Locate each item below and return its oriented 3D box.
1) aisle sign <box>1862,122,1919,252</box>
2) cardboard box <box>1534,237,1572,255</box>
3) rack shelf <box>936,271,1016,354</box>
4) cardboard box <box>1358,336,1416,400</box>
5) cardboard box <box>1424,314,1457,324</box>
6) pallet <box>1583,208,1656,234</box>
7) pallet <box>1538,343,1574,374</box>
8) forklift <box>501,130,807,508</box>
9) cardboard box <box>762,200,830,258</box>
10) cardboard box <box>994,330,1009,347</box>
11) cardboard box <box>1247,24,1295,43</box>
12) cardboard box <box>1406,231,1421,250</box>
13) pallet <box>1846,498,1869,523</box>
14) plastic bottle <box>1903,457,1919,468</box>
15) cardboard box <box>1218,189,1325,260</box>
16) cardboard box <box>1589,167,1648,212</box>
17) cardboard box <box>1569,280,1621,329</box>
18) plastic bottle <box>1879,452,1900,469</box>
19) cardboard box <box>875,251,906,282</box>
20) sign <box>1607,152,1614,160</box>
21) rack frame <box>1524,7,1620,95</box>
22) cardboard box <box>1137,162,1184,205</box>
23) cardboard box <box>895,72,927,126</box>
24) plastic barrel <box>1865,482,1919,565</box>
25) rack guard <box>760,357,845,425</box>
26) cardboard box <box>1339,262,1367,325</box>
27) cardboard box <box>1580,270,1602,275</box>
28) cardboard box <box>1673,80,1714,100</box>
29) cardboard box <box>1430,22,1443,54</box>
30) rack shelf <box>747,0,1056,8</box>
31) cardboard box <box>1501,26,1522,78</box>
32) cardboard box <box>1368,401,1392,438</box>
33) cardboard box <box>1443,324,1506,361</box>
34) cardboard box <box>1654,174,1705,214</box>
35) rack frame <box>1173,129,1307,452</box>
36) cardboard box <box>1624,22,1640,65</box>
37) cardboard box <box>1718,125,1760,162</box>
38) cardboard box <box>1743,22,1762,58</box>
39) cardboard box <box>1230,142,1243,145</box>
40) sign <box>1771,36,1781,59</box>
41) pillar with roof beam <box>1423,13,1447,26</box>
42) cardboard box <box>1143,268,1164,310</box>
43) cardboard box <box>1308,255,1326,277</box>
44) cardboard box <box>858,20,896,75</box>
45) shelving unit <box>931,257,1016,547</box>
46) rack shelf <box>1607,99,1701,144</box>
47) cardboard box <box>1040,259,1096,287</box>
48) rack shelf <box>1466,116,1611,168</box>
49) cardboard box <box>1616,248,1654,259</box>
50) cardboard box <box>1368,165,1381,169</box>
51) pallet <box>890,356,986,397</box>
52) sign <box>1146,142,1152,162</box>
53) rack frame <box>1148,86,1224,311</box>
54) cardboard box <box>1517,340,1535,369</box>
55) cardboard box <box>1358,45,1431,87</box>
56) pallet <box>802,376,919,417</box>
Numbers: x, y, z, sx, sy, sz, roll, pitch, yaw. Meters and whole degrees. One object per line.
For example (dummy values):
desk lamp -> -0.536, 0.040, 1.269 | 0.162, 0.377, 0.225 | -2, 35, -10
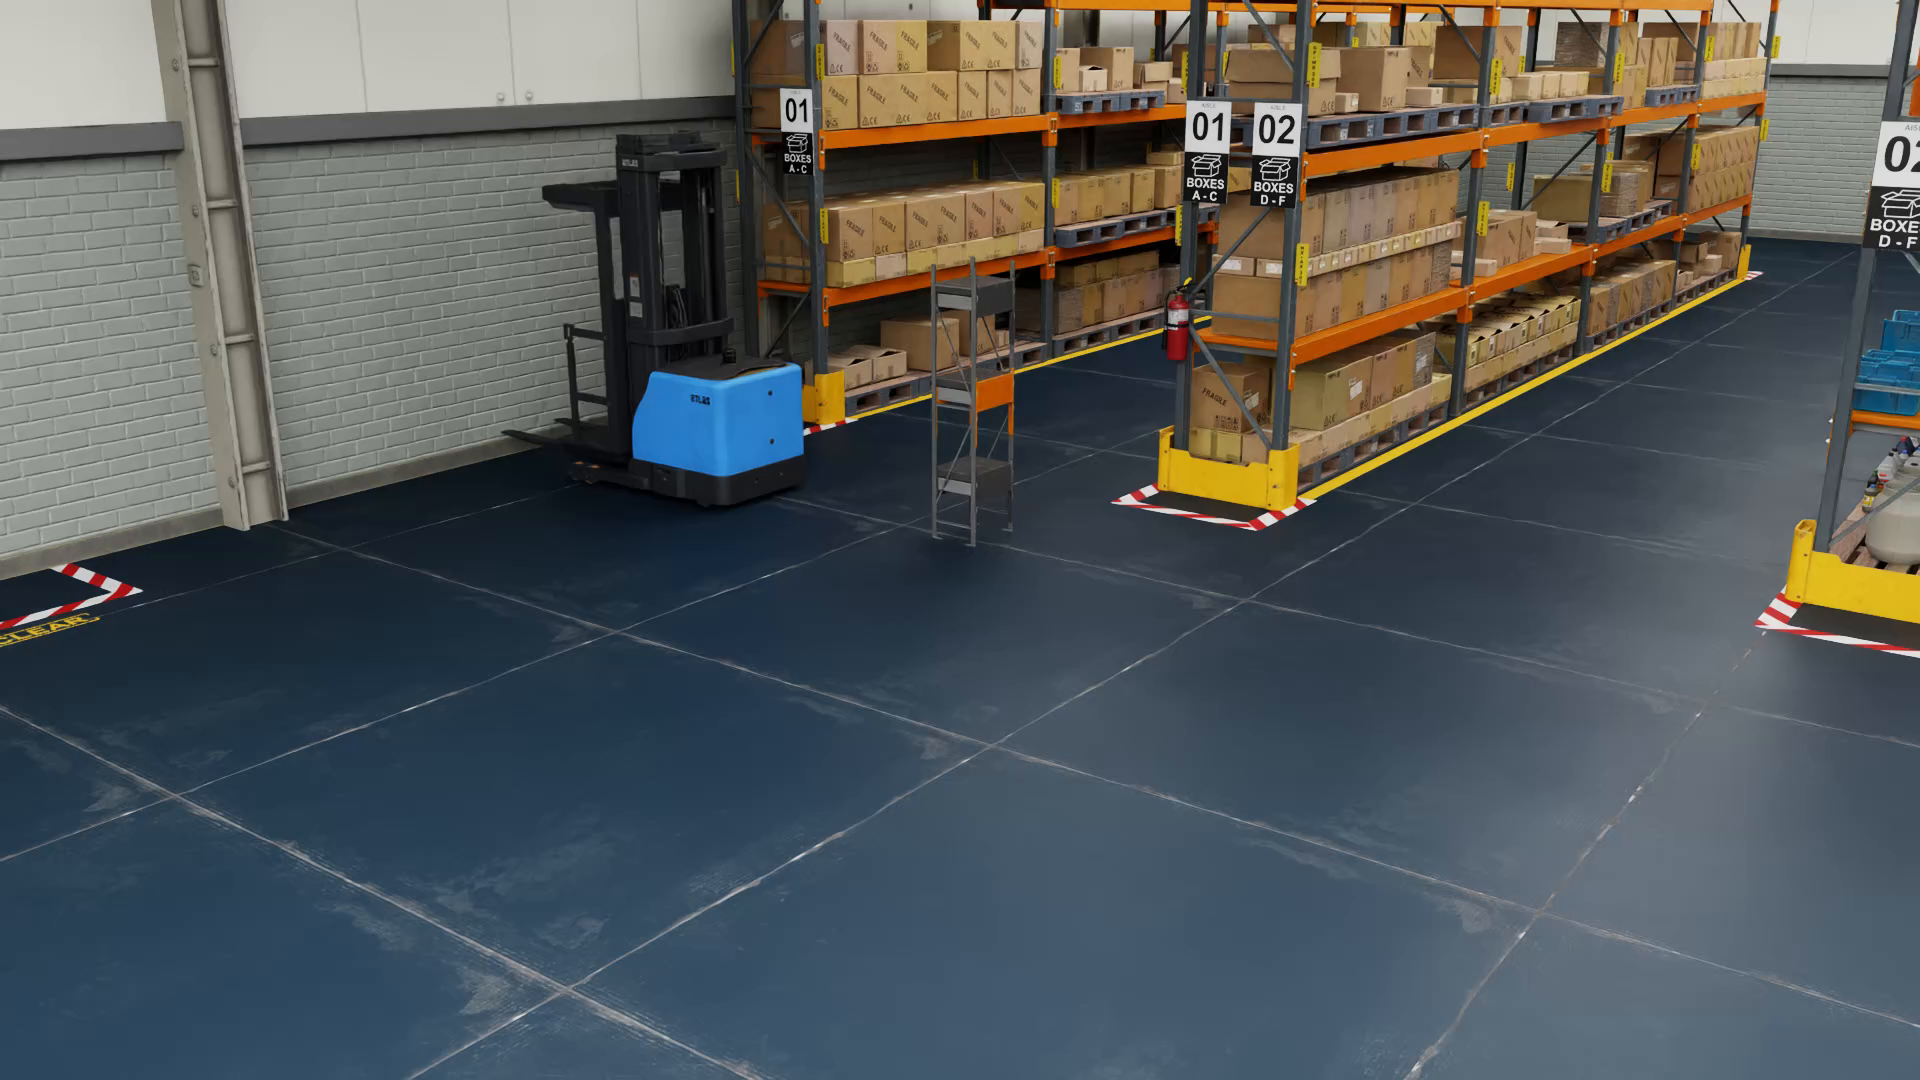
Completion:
aisle sign -> 5.936, -2.212, 10.425 | 0.394, 0.787, 0.004 | 12, 21, 35
cardboard box -> 6.695, -3.334, 18.844 | 0.380, 0.149, 0.250 | 12, 21, 35
rack shelf -> 0.099, -1.698, 12.356 | 0.431, 0.518, 0.480 | 12, 21, 35
cardboard box -> 3.922, -1.624, 15.578 | 0.500, 0.500, 0.500 | 12, 21, 35
cardboard box -> 5.241, -2.310, 18.106 | 0.500, 0.311, 0.500 | 12, 21, 35
pallet -> 8.164, -4.089, 21.177 | 1.003, 0.211, 1.213 | 12, 21, 35
pallet -> 6.487, -2.196, 19.459 | 1.003, 0.211, 1.213 | 12, 21, 35
forklift -> -2.787, -1.989, 14.206 | 3.031, 2.935, 1.130 | 13, 21, 35
cardboard box -> -1.628, -3.132, 16.725 | 0.500, 0.500, 0.500 | 12, 21, 34
cardboard box -> 0.350, -2.363, 19.330 | 0.380, 0.166, 0.250 | 9, 20, 28
cardboard box -> 4.465, -7.272, 23.870 | 0.500, 0.250, 0.500 | 12, 21, 33
cardboard box -> 4.028, -2.777, 15.365 | 0.380, 0.149, 0.250 | 12, 21, 34
pallet -> 7.441, -0.112, 12.747 | 1.003, 0.211, 1.213 | 12, 21, 35
plastic bottle -> 7.555, -0.512, 13.185 | 0.152, 0.276, 0.135 | 12, 21, 35
cardboard box -> 2.562, -2.600, 13.703 | 0.700, 0.500, 0.500 | 13, 21, 35
cardboard box -> 8.389, -4.486, 21.255 | 0.700, 0.500, 0.500 | 7, 19, 21
cardboard box -> 7.817, -2.917, 20.551 | 0.500, 0.500, 0.500 | 12, 21, 33
plastic bottle -> 7.310, -0.523, 13.096 | 0.144, 0.351, 0.185 | 13, 22, 37
cardboard box -> -0.895, -2.810, 16.954 | 0.500, 0.250, 0.500 | 12, 21, 33
sign -> 8.952, -5.177, 22.897 | 0.100, 0.325, 0.005 | 12, 21, 35
rack frame -> 7.009, -6.582, 18.765 | 1.000, 3.000, 0.127 | 12, 21, 35
cardboard box -> 2.756, -4.735, 22.024 | 0.700, 0.500, 0.500 | 10, 20, 28
cardboard box -> -0.684, -4.457, 16.778 | 0.500, 0.500, 0.500 | 14, 22, 37
plastic barrel -> 6.549, -0.118, 11.552 | 0.421, 0.512, 0.421 | 0, 17, 0
rack guard -> -1.693, -1.510, 16.763 | 1.175, 0.500, 0.348 | 12, 21, 35
cardboard box -> 3.140, -2.211, 14.637 | 0.700, 0.500, 0.500 | 13, 21, 35
cardboard box -> 7.994, -3.247, 21.613 | 0.500, 0.500, 0.500 | 11, 21, 33
cardboard box -> 9.880, -6.102, 22.532 | 0.500, 0.250, 0.500 | 12, 21, 35
cardboard box -> 7.578, -8.241, 27.278 | 0.500, 0.500, 0.500 | 12, 21, 35
rack shelf -> -0.547, -5.682, 17.086 | 1.077, 0.370, 4.000 | 12, 21, 35
cardboard box -> 5.345, -4.963, 16.891 | 0.500, 0.500, 0.500 | 15, 23, 40
cardboard box -> 3.635, -1.144, 15.298 | 0.500, 0.250, 0.500 | 12, 21, 35
cardboard box -> 5.374, -2.092, 17.405 | 0.500, 0.311, 0.500 | 12, 21, 34
cardboard box -> 9.914, -4.790, 22.943 | 0.500, 0.500, 0.500 | 13, 22, 36
rack frame -> 2.242, -1.811, 13.518 | 1.000, 3.000, 0.127 | 12, 21, 35
cardboard box -> 7.881, -6.020, 20.160 | 0.500, 0.500, 0.500 | 12, 21, 35
cardboard box -> 11.731, -5.993, 25.129 | 0.500, 0.500, 0.500 | 12, 21, 34
cardboard box -> 11.482, -7.455, 24.779 | 0.700, 0.500, 0.500 | 12, 21, 35
cardboard box -> 3.825, -5.339, 22.911 | 0.500, 0.250, 0.500 | 12, 21, 34
sign -> 12.209, -7.375, 24.883 | 0.100, 0.325, 0.005 | 12, 21, 35
pillar with roof beam -> 12.166, -9.397, 27.830 | 9.100, 9.000, 0.400 | 12, 21, 35
cardboard box -> 2.241, -3.325, 21.865 | 0.700, 0.500, 0.500 | 12, 21, 35
cardboard box -> 2.804, -2.288, 13.790 | 0.380, 0.149, 0.250 | 12, 21, 33
cardboard box -> -0.975, -4.812, 16.237 | 0.500, 0.500, 0.500 | 12, 21, 34
shelving unit -> 0.099, -1.042, 12.559 | 0.431, 2.100, 0.503 | 12, 21, 35
rack shelf -> 8.200, -5.282, 20.850 | 1.077, 0.370, 4.000 | 12, 21, 35
cardboard box -> 1.330, -3.297, 20.510 | 0.500, 0.250, 0.500 | 12, 21, 34
rack shelf -> 5.817, -4.329, 17.782 | 1.077, 0.370, 4.000 | 12, 21, 35
cardboard box -> 9.504, -3.872, 23.626 | 0.500, 0.500, 0.500 | 12, 21, 35
cardboard box -> 6.187, -5.986, 26.457 | 0.980, 0.700, 0.700 | 12, 21, 33
pallet -> -0.453, -1.849, 18.341 | 1.003, 0.211, 1.213 | 12, 21, 35
sign -> 2.580, -5.241, 22.612 | 0.100, 0.325, 0.005 | 12, 21, 35
rack frame -> 3.028, -4.591, 22.470 | 1.000, 3.000, 0.127 | 12, 21, 35
cardboard box -> 5.981, -2.070, 18.280 | 0.500, 0.250, 0.500 | 13, 21, 36
cardboard box -> 4.113, -4.438, 15.807 | 0.500, 0.500, 0.500 | 15, 22, 39
pallet -> -1.181, -1.559, 17.409 | 1.003, 0.211, 1.213 | 12, 21, 35
